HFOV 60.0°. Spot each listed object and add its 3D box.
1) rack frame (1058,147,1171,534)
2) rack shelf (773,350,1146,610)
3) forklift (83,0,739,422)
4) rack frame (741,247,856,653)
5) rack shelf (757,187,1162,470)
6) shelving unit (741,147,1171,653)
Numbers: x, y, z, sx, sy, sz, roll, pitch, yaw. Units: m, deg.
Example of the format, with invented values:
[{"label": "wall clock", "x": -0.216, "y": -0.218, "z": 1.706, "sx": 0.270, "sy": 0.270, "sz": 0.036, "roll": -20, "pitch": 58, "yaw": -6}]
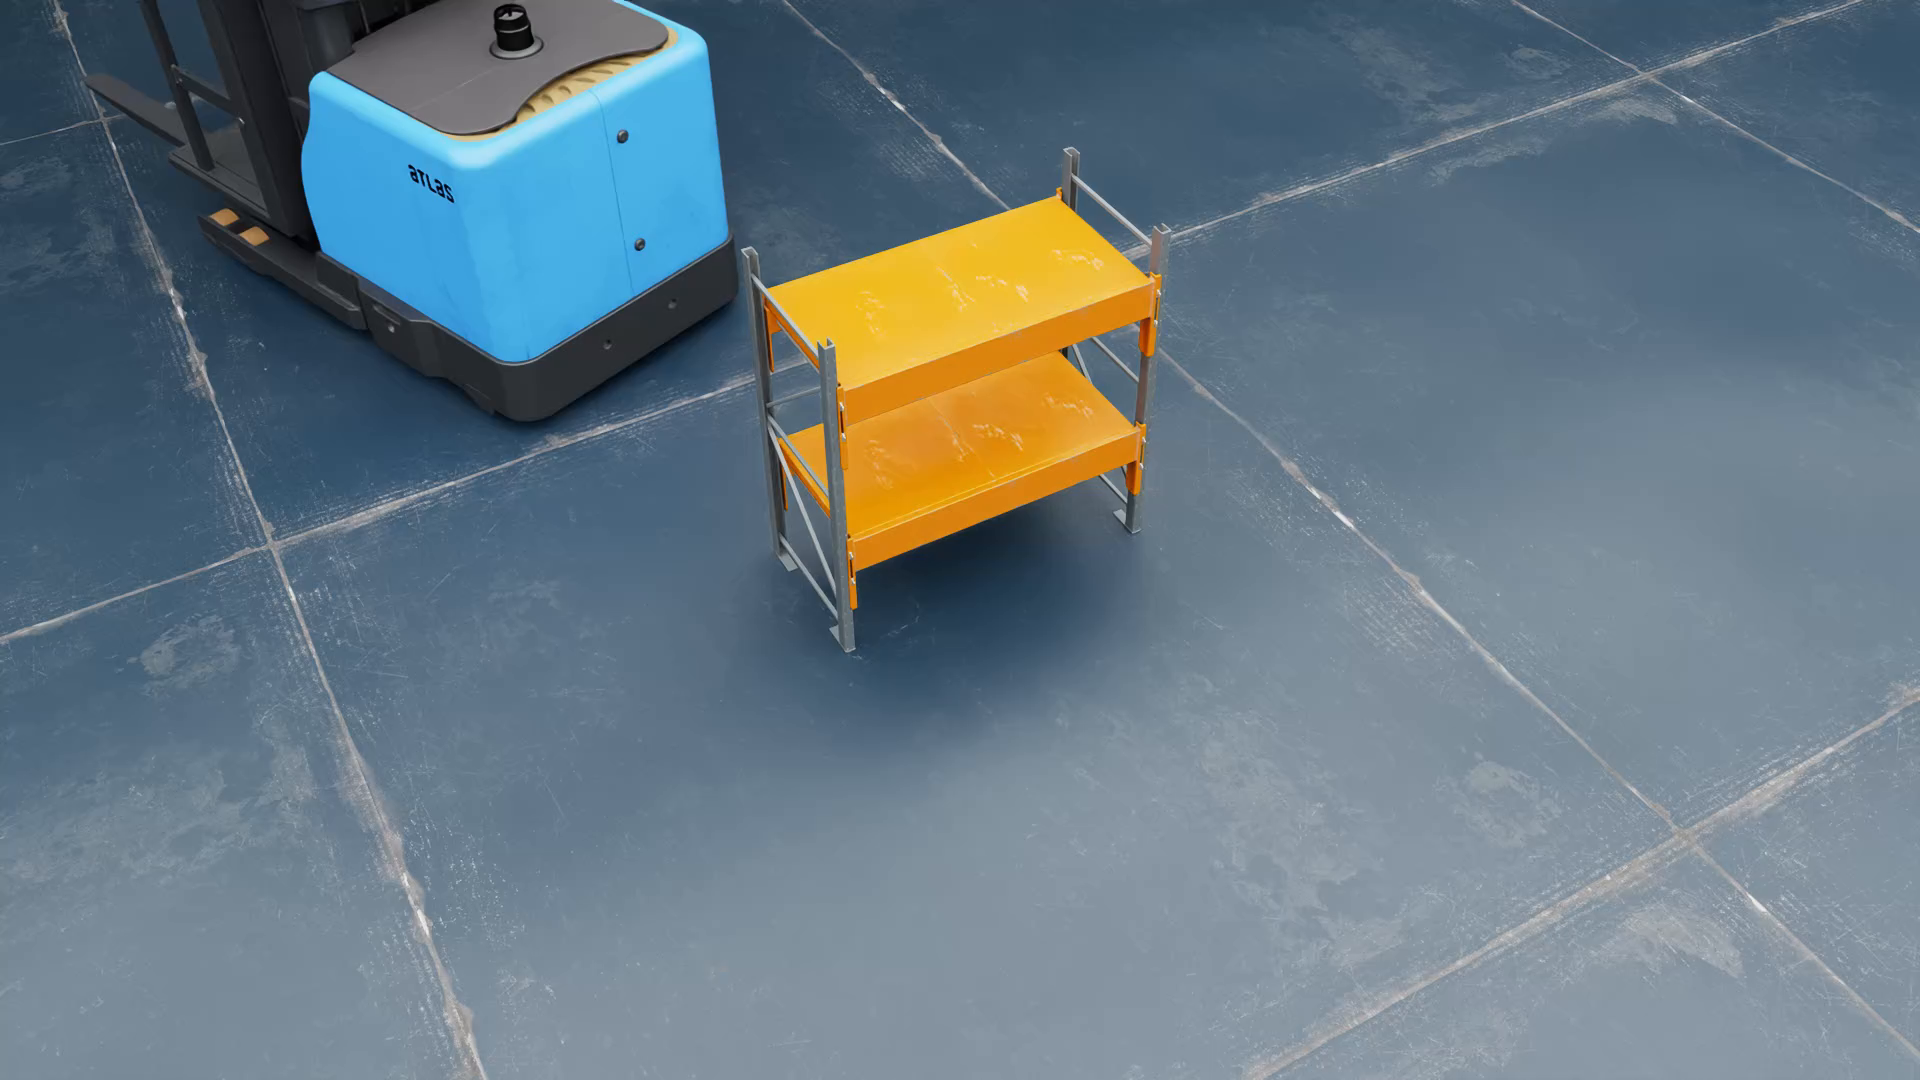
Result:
[{"label": "rack frame", "x": 0.435, "y": -0.578, "z": 5.038, "sx": 0.032, "sy": 1.125, "sz": 0.500, "roll": -22, "pitch": 48, "yaw": -21}, {"label": "rack shelf", "x": -0.006, "y": -0.226, "z": 5.026, "sx": 1.000, "sy": 0.278, "sz": 0.538, "roll": -22, "pitch": 48, "yaw": -21}, {"label": "forklift", "x": -2.266, "y": -2.318, "z": 5.534, "sx": 3.031, "sy": 2.935, "sz": 1.130, "roll": 30, "pitch": 52, "yaw": 27}, {"label": "rack frame", "x": -0.447, "y": -0.225, "z": 4.674, "sx": 0.032, "sy": 1.125, "sz": 0.500, "roll": -22, "pitch": 48, "yaw": -21}, {"label": "rack shelf", "x": -0.006, "y": -0.611, "z": 4.652, "sx": 1.000, "sy": 0.278, "sz": 0.538, "roll": -22, "pitch": 48, "yaw": -21}, {"label": "shelving unit", "x": -0.006, "y": -0.401, "z": 4.856, "sx": 1.048, "sy": 1.125, "sz": 0.538, "roll": -22, "pitch": 48, "yaw": -21}]
